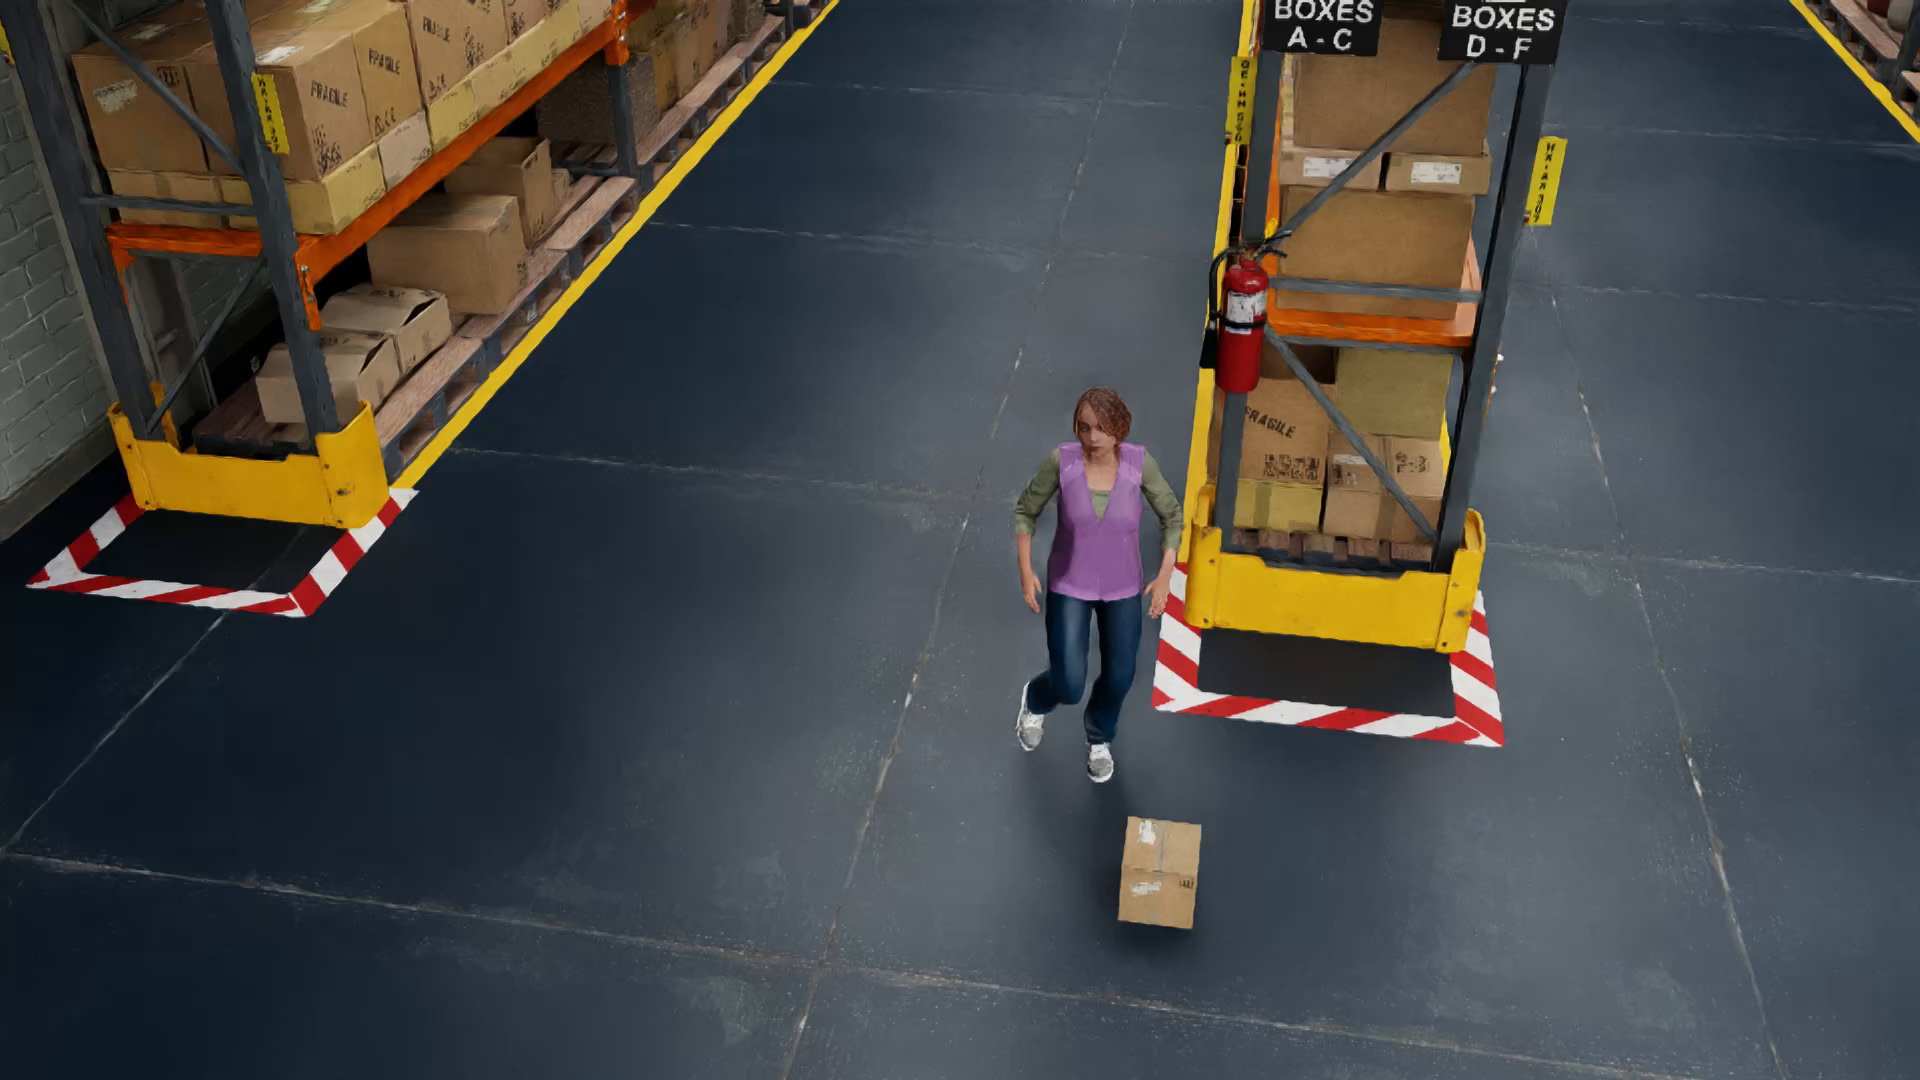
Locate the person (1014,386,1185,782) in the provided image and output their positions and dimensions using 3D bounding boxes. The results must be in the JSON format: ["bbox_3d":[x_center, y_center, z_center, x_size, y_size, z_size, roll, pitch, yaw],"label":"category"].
[{"bbox_3d":[0.490,0.189,5.885,0.566,1.566,0.439,-4,33,-6],"label":"person"}]
